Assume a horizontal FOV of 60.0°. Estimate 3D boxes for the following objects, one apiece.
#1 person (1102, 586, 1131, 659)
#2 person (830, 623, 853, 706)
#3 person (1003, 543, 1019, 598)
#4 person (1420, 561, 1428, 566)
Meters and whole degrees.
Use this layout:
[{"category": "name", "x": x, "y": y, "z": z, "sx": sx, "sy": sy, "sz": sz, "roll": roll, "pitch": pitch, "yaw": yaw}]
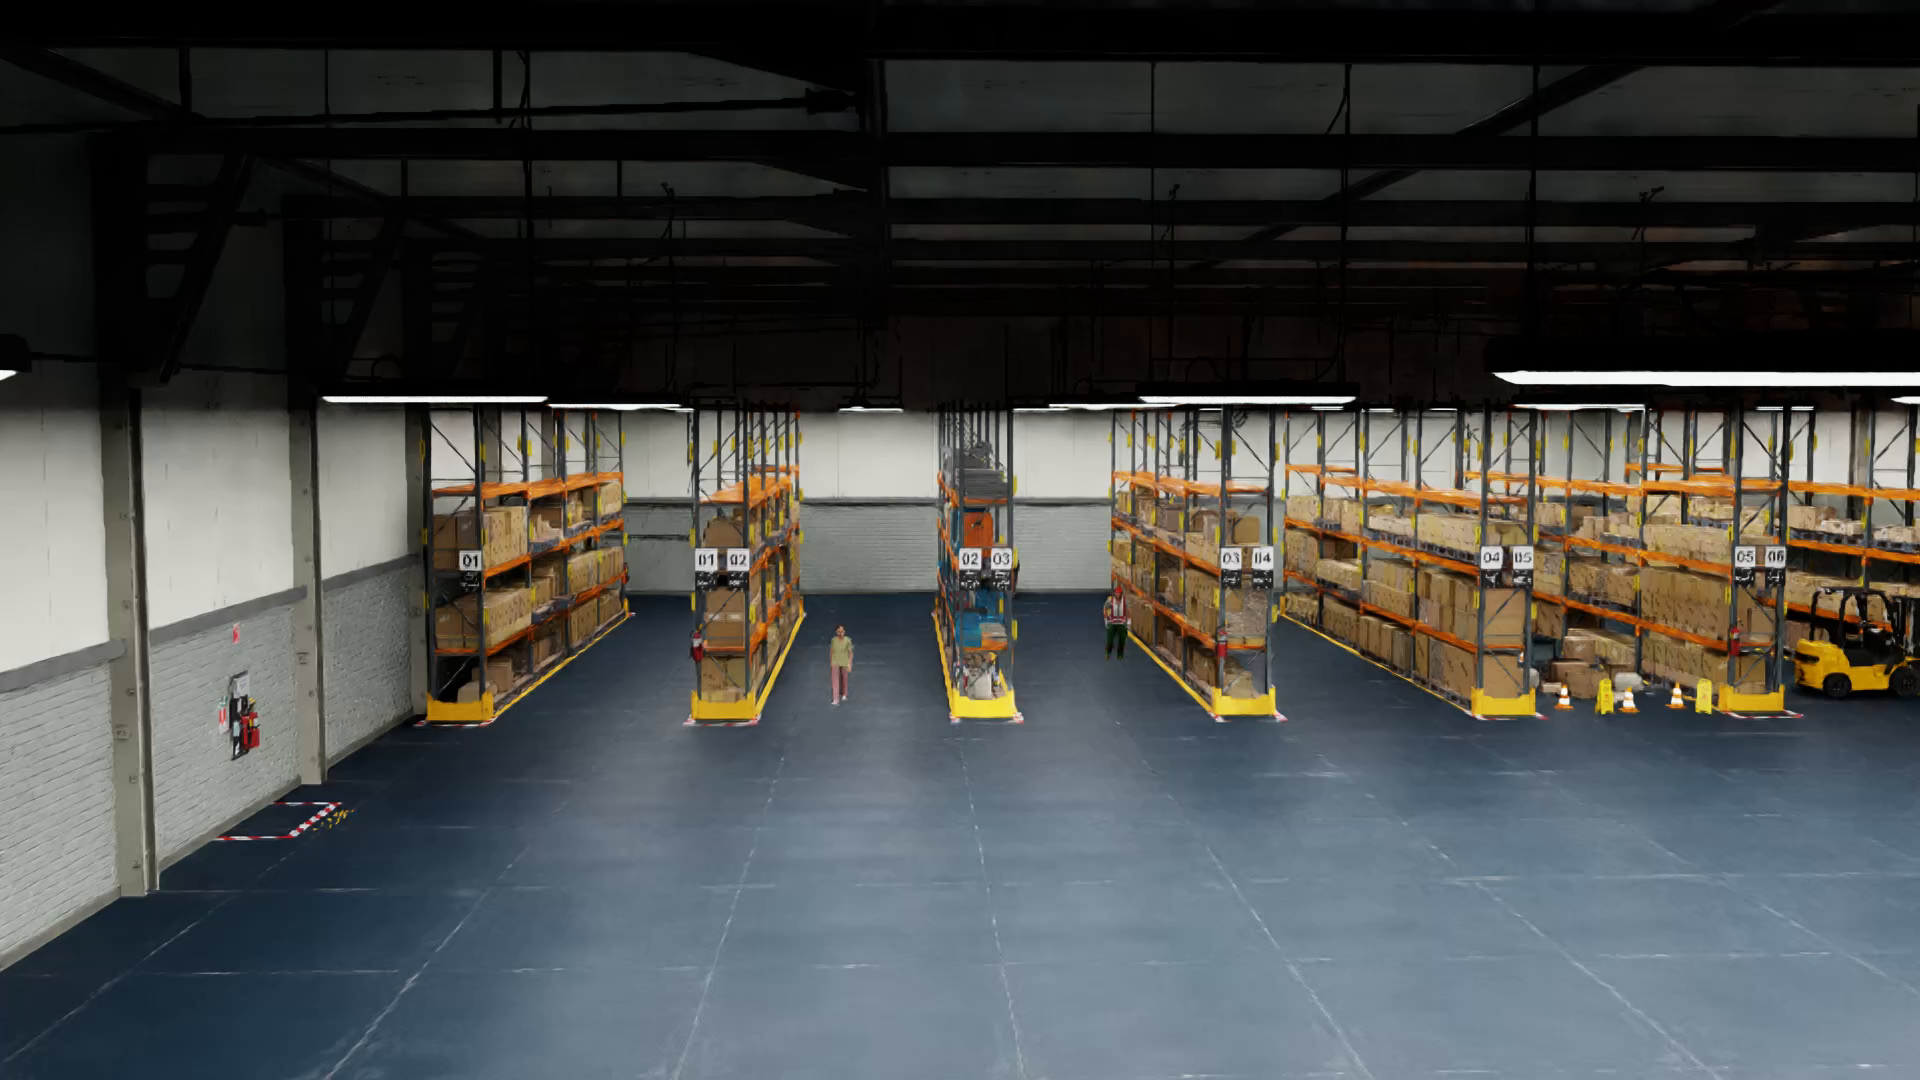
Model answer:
[{"category": "person", "x": 3.655, "y": 1.925, "z": 38.683, "sx": 0.677, "sy": 1.742, "sz": 0.552, "roll": 0, "pitch": 4, "yaw": -4}, {"category": "person", "x": -2.332, "y": 2.428, "z": 32.709, "sx": 0.446, "sy": 1.591, "sz": 1.098, "roll": 0, "pitch": 4, "yaw": -4}, {"category": "person", "x": 1.505, "y": 0.953, "z": 51.603, "sx": 0.477, "sy": 1.716, "sz": 0.709, "roll": 4, "pitch": 6, "yaw": 43}, {"category": "person", "x": 12.678, "y": 1.404, "z": 45.643, "sx": 0.542, "sy": 1.675, "sz": 1.126, "roll": 0, "pitch": 4, "yaw": 0}]
